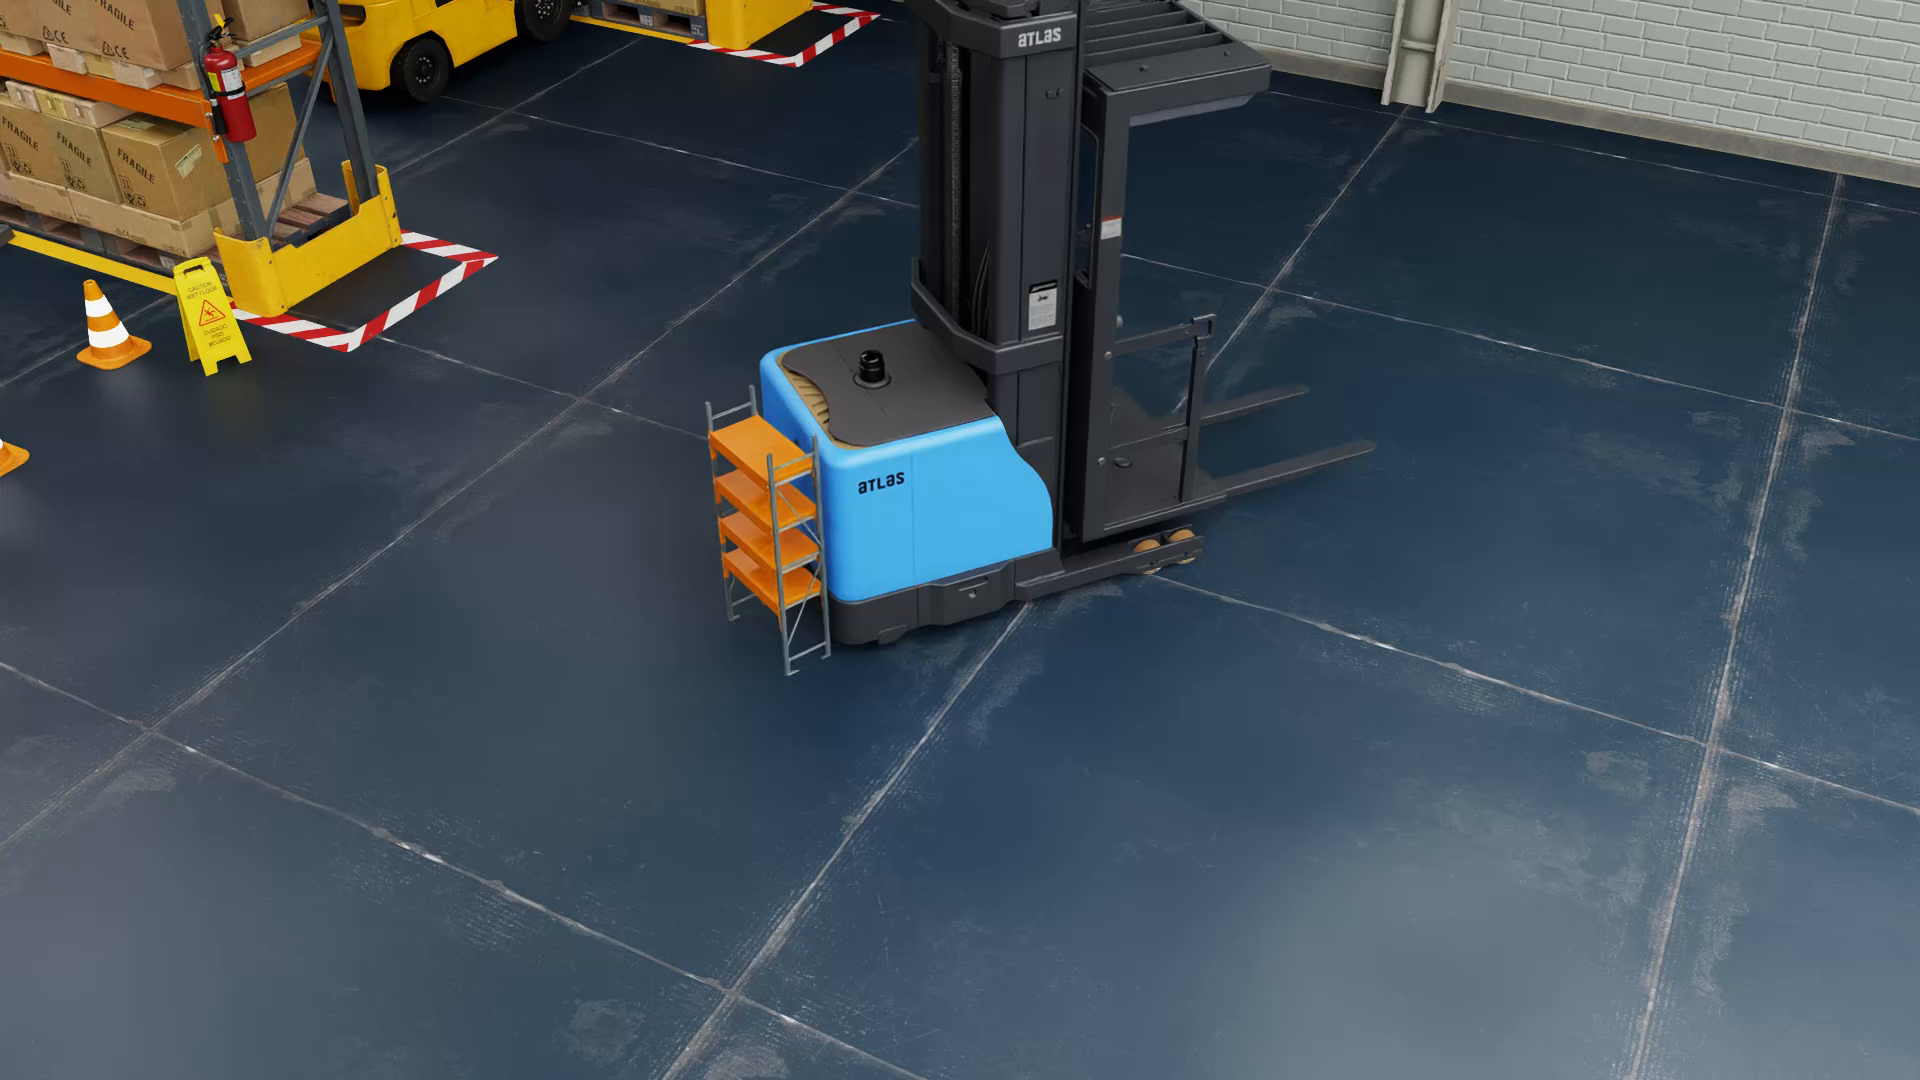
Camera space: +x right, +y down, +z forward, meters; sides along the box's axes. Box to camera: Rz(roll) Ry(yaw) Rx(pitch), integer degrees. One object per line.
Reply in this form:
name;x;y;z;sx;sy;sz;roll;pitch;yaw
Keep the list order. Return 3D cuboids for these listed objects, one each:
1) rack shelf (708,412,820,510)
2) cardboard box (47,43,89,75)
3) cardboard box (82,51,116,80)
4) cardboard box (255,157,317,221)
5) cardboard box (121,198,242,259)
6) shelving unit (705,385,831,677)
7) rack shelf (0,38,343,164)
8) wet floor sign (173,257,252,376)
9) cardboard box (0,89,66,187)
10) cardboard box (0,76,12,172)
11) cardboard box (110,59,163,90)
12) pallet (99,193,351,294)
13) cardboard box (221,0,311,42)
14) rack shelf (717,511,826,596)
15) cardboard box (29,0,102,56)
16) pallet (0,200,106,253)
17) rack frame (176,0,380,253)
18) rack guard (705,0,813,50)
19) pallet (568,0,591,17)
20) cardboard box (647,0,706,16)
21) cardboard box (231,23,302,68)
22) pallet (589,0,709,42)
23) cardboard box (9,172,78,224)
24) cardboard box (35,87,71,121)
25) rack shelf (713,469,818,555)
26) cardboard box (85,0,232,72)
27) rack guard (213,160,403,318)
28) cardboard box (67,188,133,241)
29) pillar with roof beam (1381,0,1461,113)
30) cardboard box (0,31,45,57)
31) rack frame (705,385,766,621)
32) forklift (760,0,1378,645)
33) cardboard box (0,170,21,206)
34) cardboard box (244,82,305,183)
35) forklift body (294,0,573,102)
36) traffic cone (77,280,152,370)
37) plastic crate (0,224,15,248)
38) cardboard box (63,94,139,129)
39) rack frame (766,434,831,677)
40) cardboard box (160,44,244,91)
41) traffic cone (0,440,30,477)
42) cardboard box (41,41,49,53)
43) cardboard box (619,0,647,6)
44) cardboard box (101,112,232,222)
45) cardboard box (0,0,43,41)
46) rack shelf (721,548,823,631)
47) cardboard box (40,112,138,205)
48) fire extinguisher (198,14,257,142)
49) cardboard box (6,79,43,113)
rack shelf;-0.835;-0.341;7.077;0.258;0.148;0.480;-25;44;-29
cardboard box;-5.128;-2.901;9.819;0.250;0.149;0.380;18;41;22
cardboard box;-4.885;-2.846;9.746;0.250;0.149;0.380;17;40;21
cardboard box;-4.550;-2.308;10.756;0.500;0.250;0.500;17;40;21
cardboard box;-4.824;-2.022;10.380;0.500;0.250;0.500;17;40;21
shelving unit;-0.835;-0.028;7.315;0.258;1.200;0.503;-25;44;-29
rack shelf;-5.737;-3.133;10.511;4.000;0.370;1.077;17;41;21
wet floor sign;-4.284;-1.298;9.446;0.267;0.644;0.232;-29;46;-33
cardboard box;-5.702;-2.604;10.526;0.500;0.500;0.500;16;40;20
cardboard box;-6.173;-2.750;10.718;0.500;0.500;0.500;20;41;24
cardboard box;-4.668;-2.763;9.637;0.250;0.149;0.380;17;40;21
pallet;-4.734;-2.019;10.754;1.213;0.211;1.003;17;41;21
cardboard box;-4.254;-3.302;9.810;0.500;0.500;0.500;17;40;21
rack shelf;-0.835;0.025;7.355;0.258;0.148;0.480;-25;44;-29
cardboard box;-5.012;-3.166;9.631;0.500;0.500;0.500;17;41;22
pallet;-5.813;-2.359;11.202;1.213;0.211;1.003;17;41;21
rack frame;-3.961;-2.863;9.561;0.127;3.000;1.000;17;41;21
rack guard;-1.660;-4.527;13.820;0.348;0.500;1.175;17;41;21
pallet;-3.459;-4.949;14.614;1.213;0.211;1.003;17;41;21
cardboard box;-2.244;-4.562;13.726;0.500;0.250;0.500;18;41;22
cardboard box;-4.168;-2.969;9.908;0.250;0.149;0.380;18;41;22
pallet;-2.380;-4.609;14.167;1.213;0.211;1.003;17;41;21
cardboard box;-5.726;-2.306;10.754;0.500;0.250;0.500;16;40;20
cardboard box;-5.371;-2.713;10.133;0.250;0.149;0.380;18;41;22
rack shelf;-0.835;-0.153;7.220;0.258;0.148;0.480;-25;44;-29
cardboard box;-4.570;-3.025;9.445;0.500;0.500;0.500;17;40;21
rack guard;-4.029;-1.889;10.344;0.348;0.500;1.175;17;41;21
cardboard box;-5.259;-2.164;10.566;0.500;0.250;0.500;18;41;22
pillar with roof beam;1.463;-4.617;6.909;0.400;9.000;9.100;17;41;21
cardboard box;-5.560;-3.070;10.042;0.250;0.149;0.380;17;40;21
rack frame;-0.984;-0.145;7.469;0.240;1.200;0.015;-25;44;-29
forklift;0.629;-1.278;7.530;3.031;2.935;1.130;-15;40;-19
cardboard box;-6.162;-2.450;10.943;0.500;0.250;0.500;17;40;21
cardboard box;-4.572;-2.613;10.538;0.500;0.500;0.500;16;40;20
forklift body;-4.205;-4.739;12.734;1.214;2.155;2.313;17;41;21
traffic cone;-4.936;-1.280;9.573;0.334;0.463;0.336;17;41;21
plastic crate;-6.496;-1.936;10.754;0.583;0.080;0.402;4;37;6
cardboard box;-5.149;-2.641;10.038;0.250;0.149;0.380;19;41;23
rack frame;-0.687;0.089;7.161;0.240;1.200;0.015;-25;44;-29
cardboard box;-4.392;-2.752;9.623;0.250;0.149;0.380;19;41;23
traffic cone;-5.145;-0.589;8.663;0.334;0.463;0.336;17;41;21
cardboard box;-5.291;-3.048;10.012;0.250;0.149;0.380;18;41;22
cardboard box;-2.681;-4.706;13.915;0.500;0.250;0.500;17;41;21
cardboard box;-4.792;-2.317;10.148;0.500;0.500;0.500;18;41;22
cardboard box;-5.455;-3.307;9.817;0.500;0.500;0.500;17;40;21
rack shelf;-0.835;0.183;7.475;0.258;0.148;0.480;-25;44;-29
cardboard box;-5.257;-2.460;10.336;0.500;0.500;0.500;19;41;23
fire extinguisher;-4.071;-2.553;9.216;0.183;0.674;0.296;17;41;21
cardboard box;-5.604;-2.787;10.230;0.250;0.149;0.380;19;41;23
